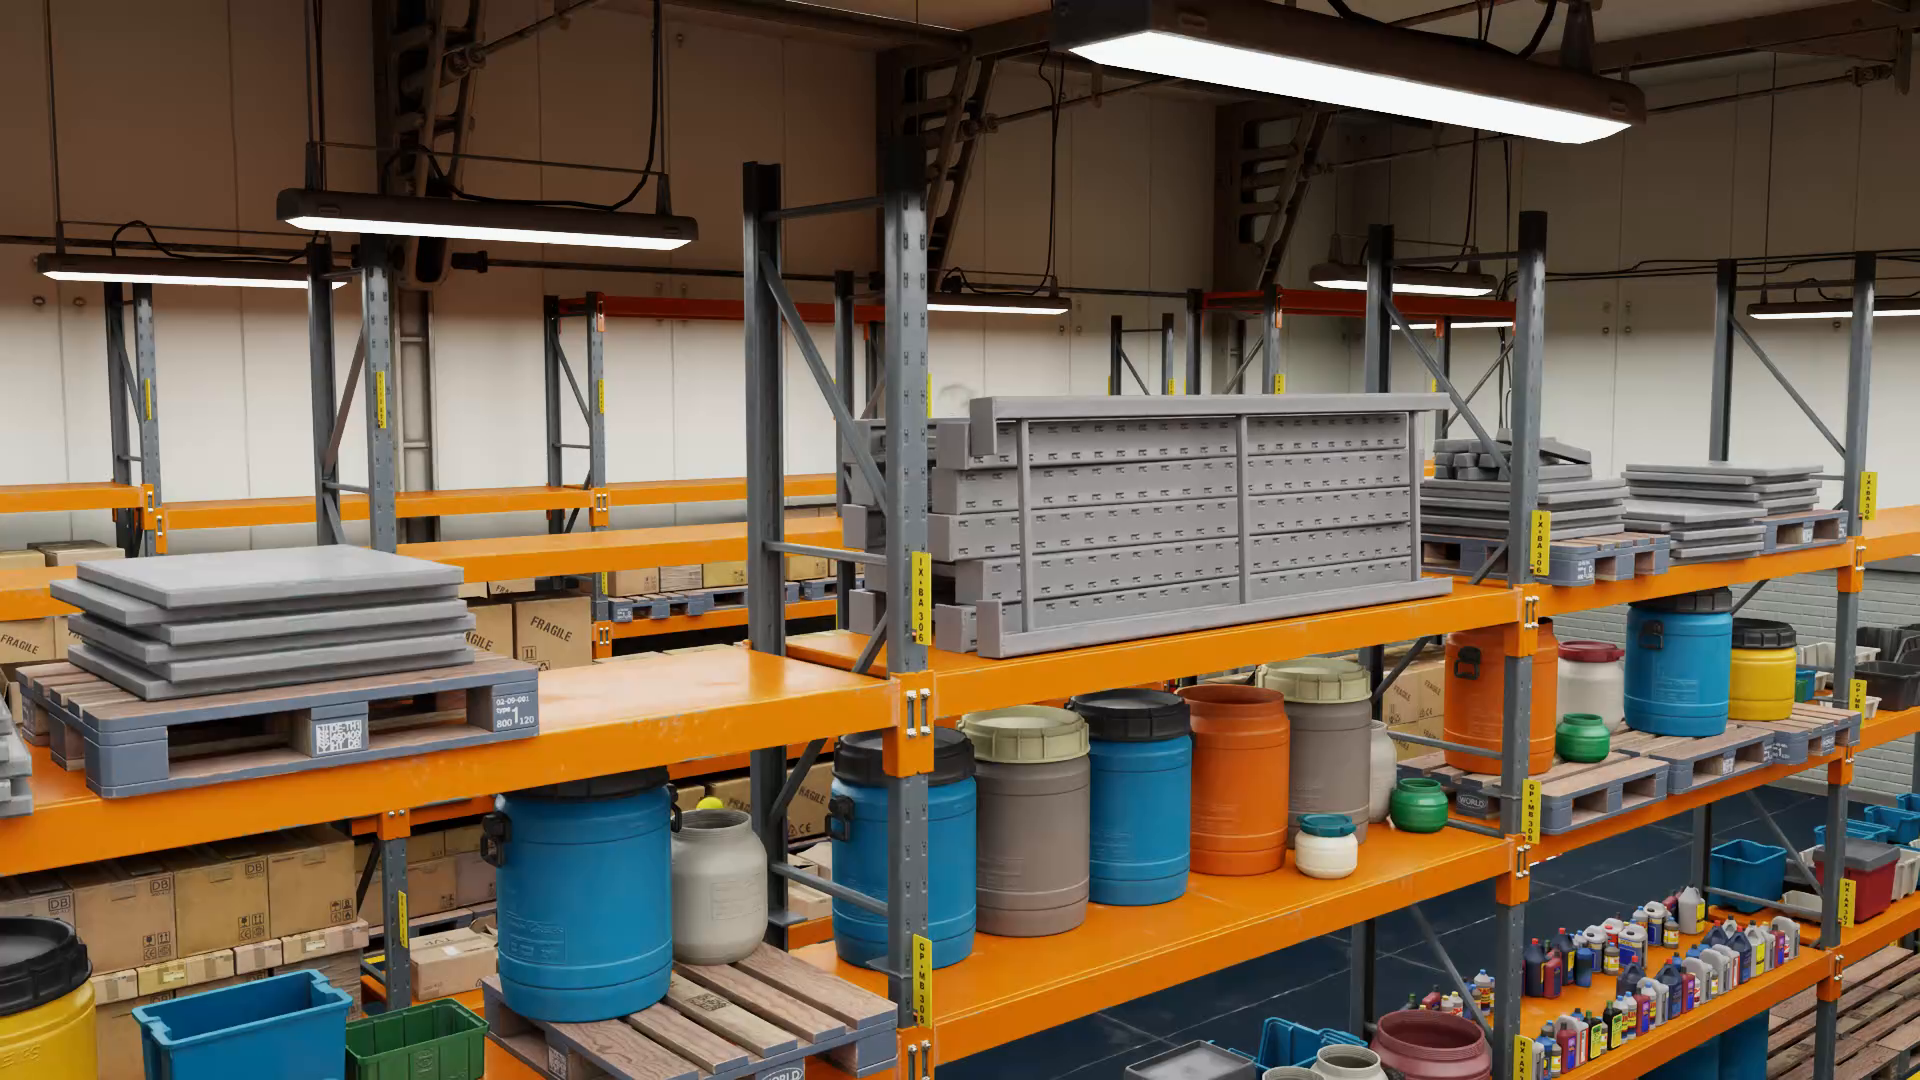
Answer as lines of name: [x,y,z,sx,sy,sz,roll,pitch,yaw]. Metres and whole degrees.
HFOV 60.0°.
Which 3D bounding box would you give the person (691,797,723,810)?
person: [-2.100,2.985,13.795,0.582,1.723,0.700,-4,7,-38]
